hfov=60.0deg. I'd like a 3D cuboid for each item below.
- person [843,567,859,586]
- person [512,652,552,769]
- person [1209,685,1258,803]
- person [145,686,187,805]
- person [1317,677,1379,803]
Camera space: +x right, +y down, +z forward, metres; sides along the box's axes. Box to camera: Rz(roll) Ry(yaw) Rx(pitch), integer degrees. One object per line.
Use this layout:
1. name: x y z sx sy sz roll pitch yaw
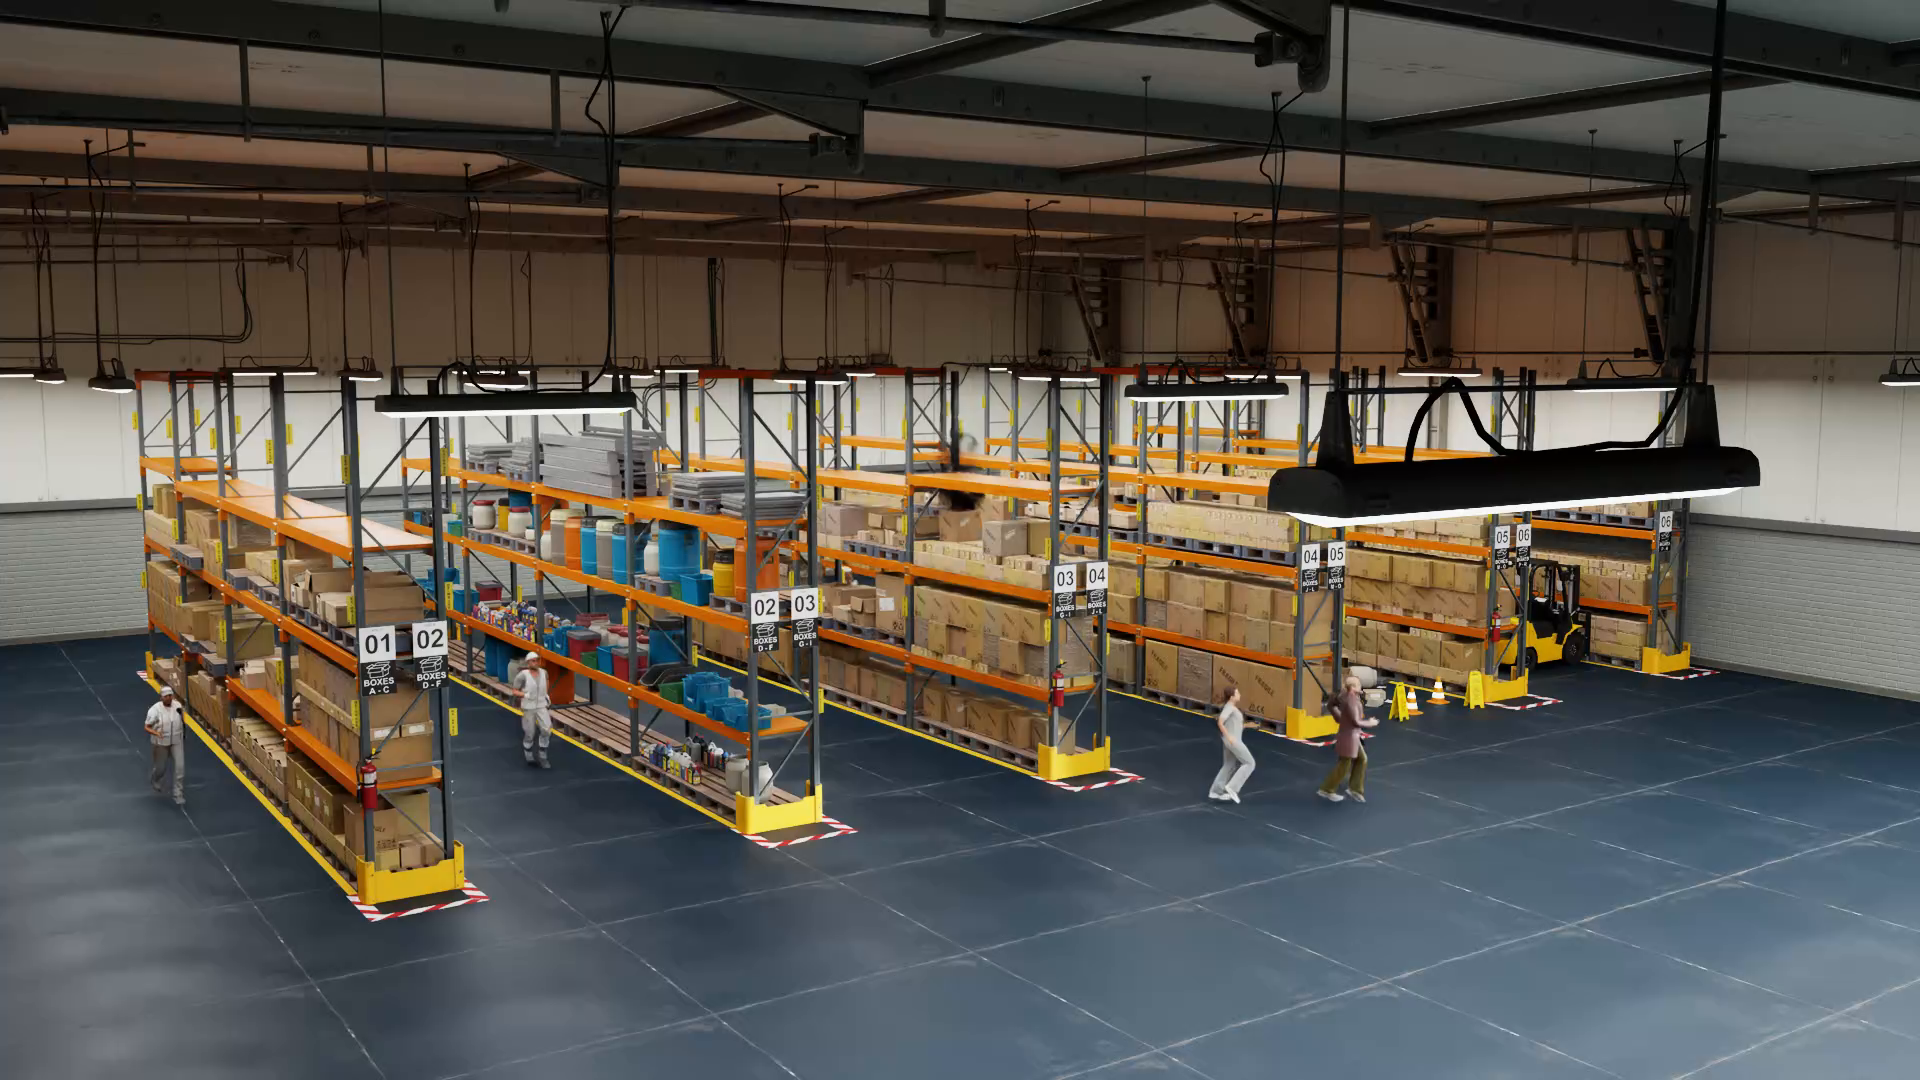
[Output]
1. person: -2.375 1.432 35.836 0.682 1.734 0.703 -4 7 -29
2. person: -6.491 2.602 25.329 0.635 1.825 0.749 -4 8 -32
3. person: 3.850 2.866 23.372 0.672 1.660 0.541 0 6 1
4. person: -11.217 2.866 23.512 0.592 1.655 0.886 -6 9 -43
5. person: 5.451 2.836 23.355 0.836 1.869 0.729 1 6 6
